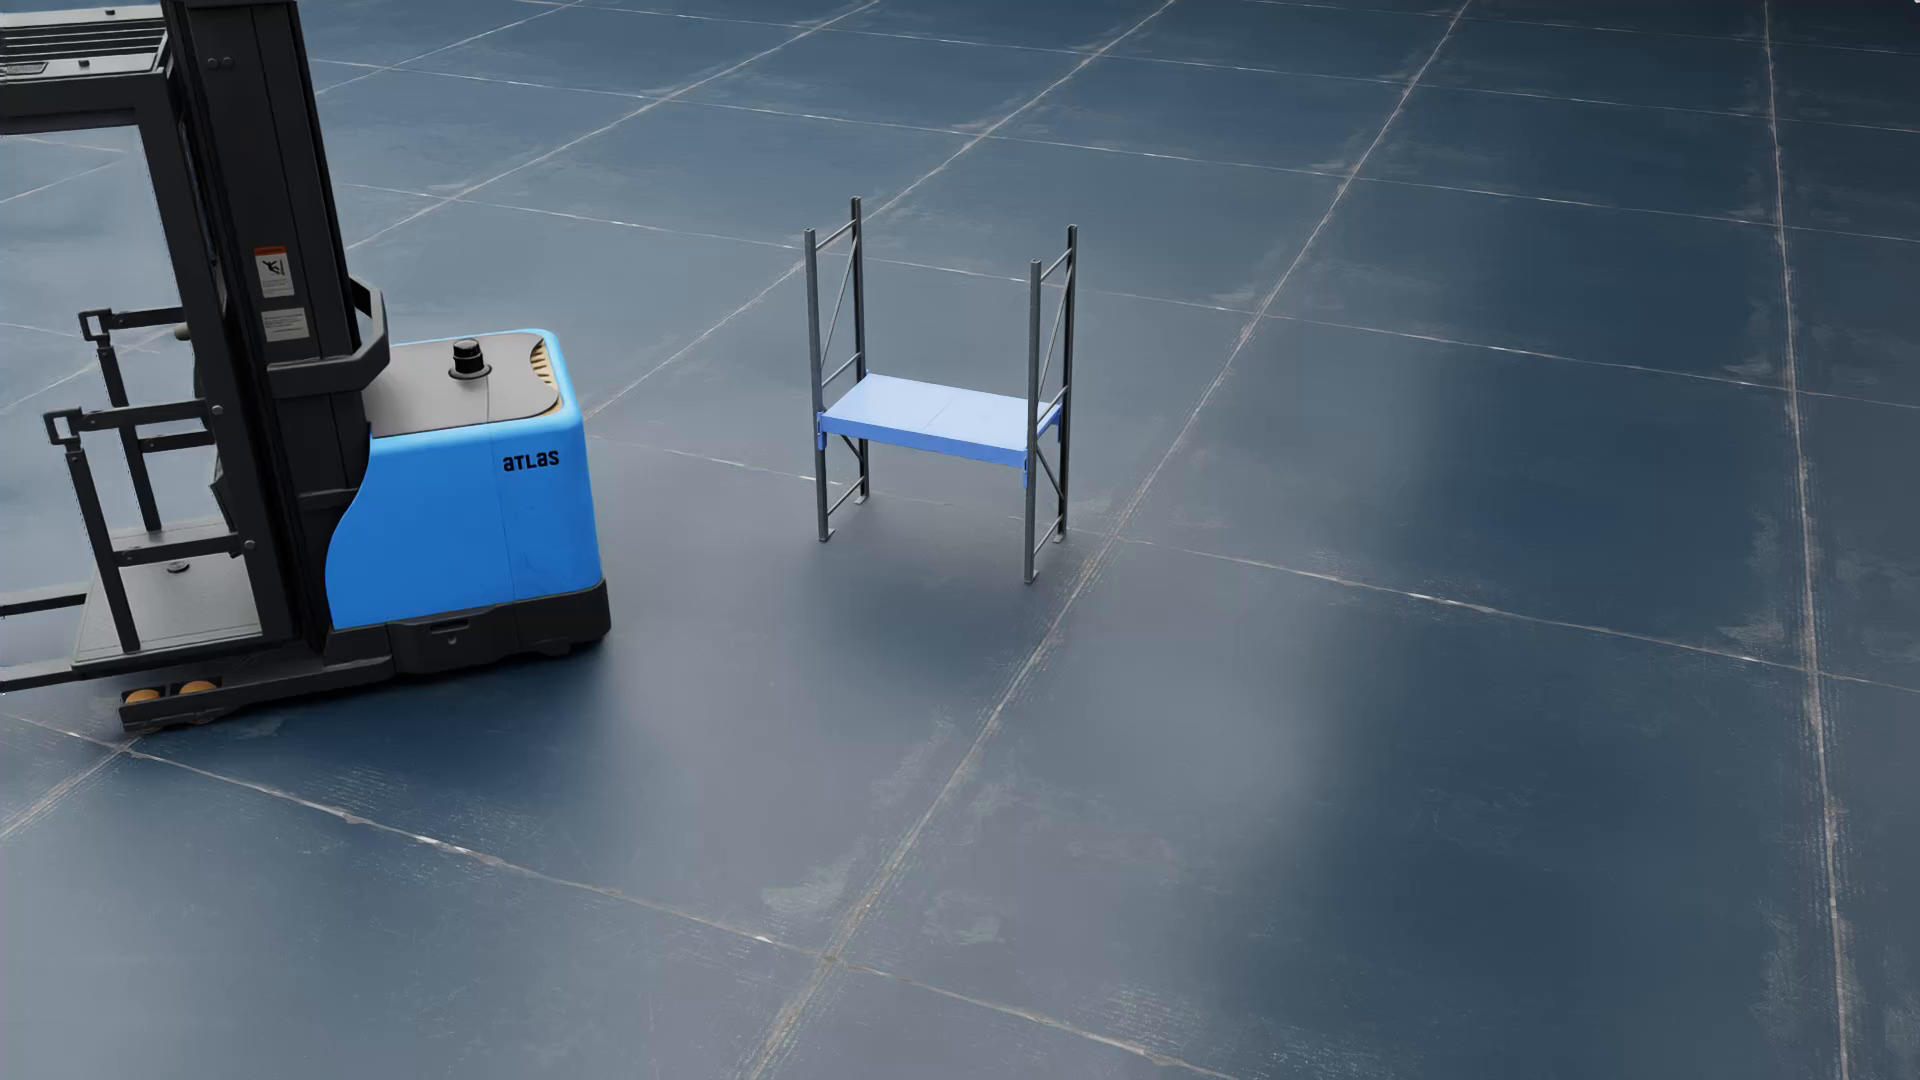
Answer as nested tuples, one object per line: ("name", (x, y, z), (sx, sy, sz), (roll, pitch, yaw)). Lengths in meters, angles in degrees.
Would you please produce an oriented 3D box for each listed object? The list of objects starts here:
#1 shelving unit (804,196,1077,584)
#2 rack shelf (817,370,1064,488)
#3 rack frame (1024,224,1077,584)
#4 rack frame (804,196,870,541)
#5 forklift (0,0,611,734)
("shelving unit", (-0.079, -0.669, 7.409), (1.048, 1.500, 0.538), (11, 31, 19))
("rack shelf", (-0.079, -0.512, 7.497), (1.000, 0.185, 0.538), (11, 31, 19))
("rack frame", (0.392, -0.575, 7.242), (0.032, 1.500, 0.500), (11, 31, 19))
("rack frame", (-0.550, -0.763, 7.575), (0.032, 1.500, 0.500), (11, 31, 19))
("forklift", (-3.034, -0.821, 6.223), (3.031, 2.935, 1.130), (-9, 31, -16))
